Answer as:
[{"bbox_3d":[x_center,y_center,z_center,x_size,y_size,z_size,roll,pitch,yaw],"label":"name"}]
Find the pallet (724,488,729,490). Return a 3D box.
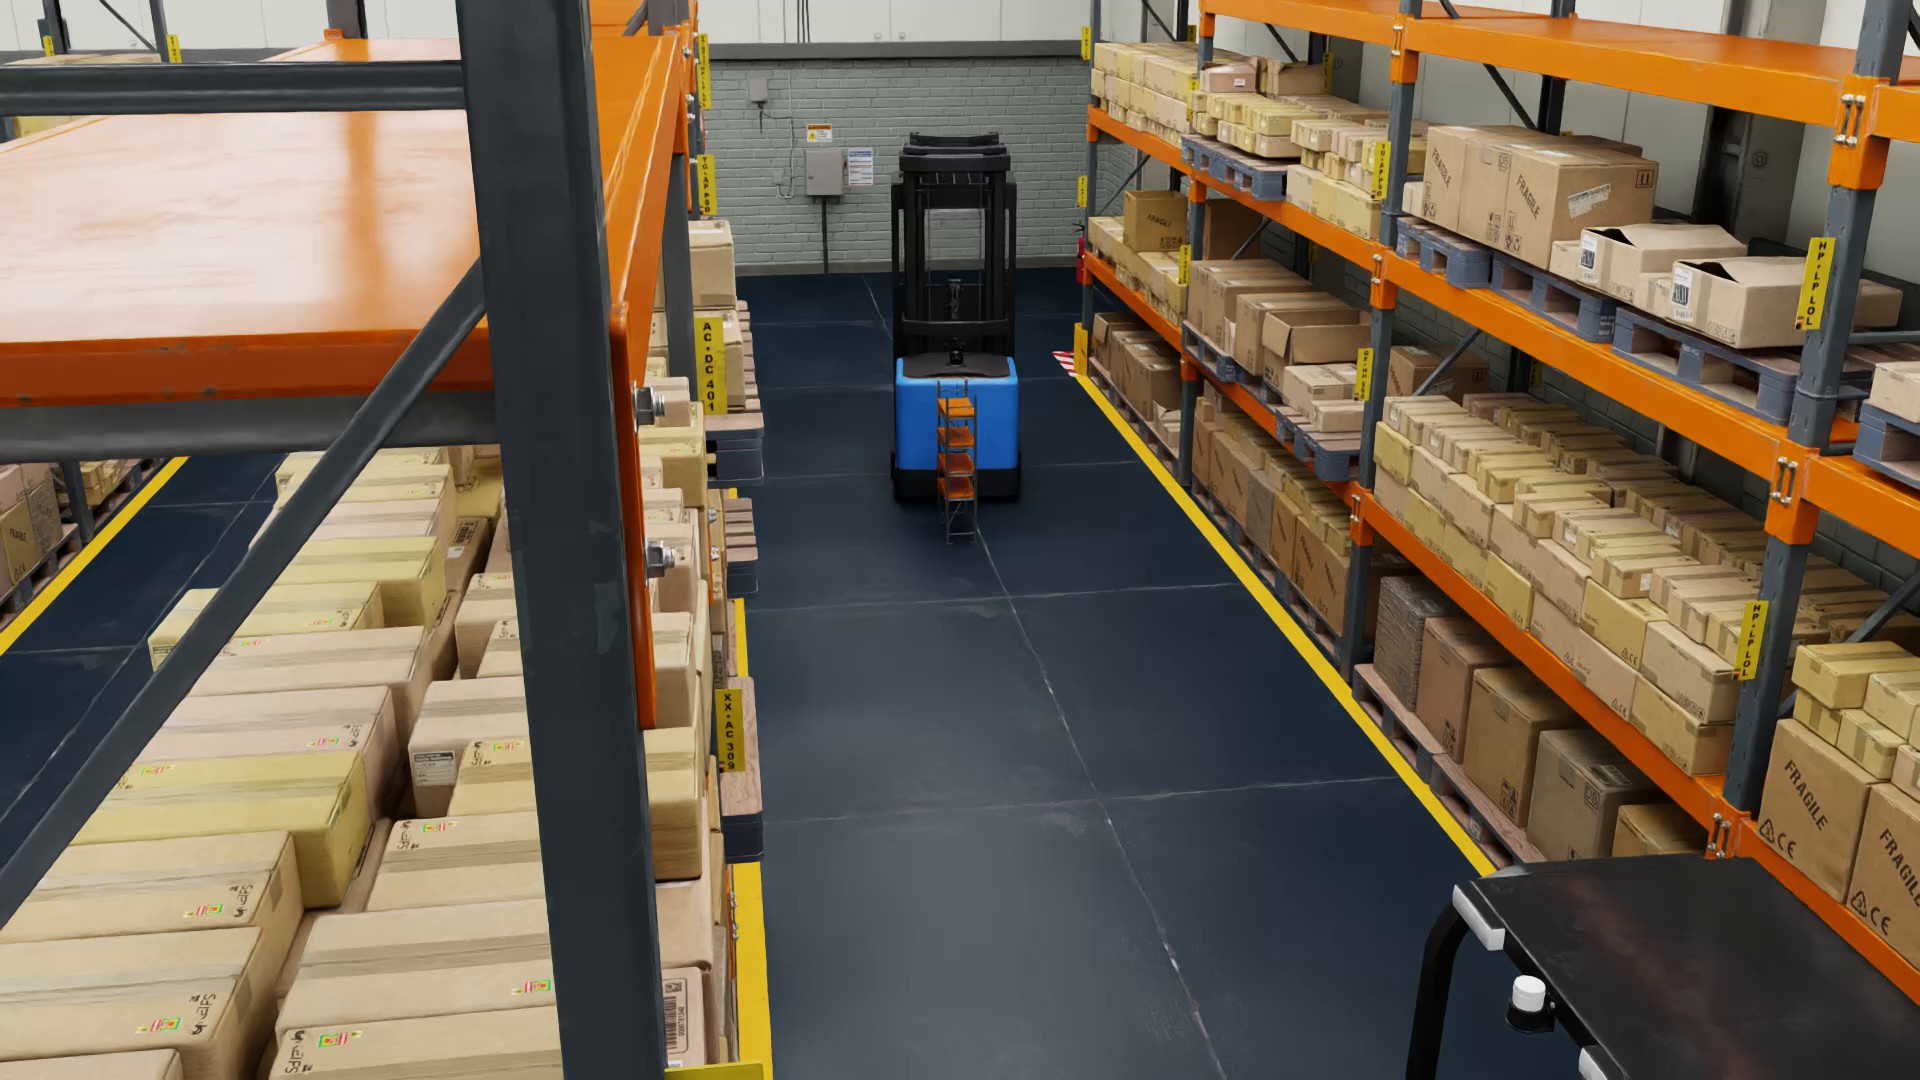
[{"bbox_3d":[-2.537,-0.620,14.574,1.003,0.211,1.213,-3,21,-8],"label":"pallet"}]

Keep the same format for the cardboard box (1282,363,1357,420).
[{"bbox_3d":[2.511,-1.001,11.223,0.500,0.250,0.500,-4,21,-10],"label":"cardboard box"}]

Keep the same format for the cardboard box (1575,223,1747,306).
[{"bbox_3d":[3.104,-1.252,7.377,0.500,0.311,0.500,-4,21,-10],"label":"cardboard box"}]

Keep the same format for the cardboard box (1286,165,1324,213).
[{"bbox_3d":[2.523,-2.373,11.210,0.500,0.250,0.500,-3,21,-8],"label":"cardboard box"}]

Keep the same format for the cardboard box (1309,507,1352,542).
[{"bbox_3d":[2.591,-0.106,11.259,0.380,0.149,0.250,-4,21,-11],"label":"cardboard box"}]

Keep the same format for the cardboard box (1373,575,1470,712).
[{"bbox_3d":[3.059,0.607,10.098,0.875,0.625,0.625,-2,21,-6],"label":"cardboard box"}]

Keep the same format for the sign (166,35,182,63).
[{"bbox_3d":[-7.413,-4.600,15.693,0.100,0.325,0.005,-3,21,-8],"label":"sign"}]

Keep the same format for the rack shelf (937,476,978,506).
[{"bbox_3d":[-0.024,-0.370,13.253,0.258,0.148,0.480,-3,21,-8],"label":"rack shelf"}]

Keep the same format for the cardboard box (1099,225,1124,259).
[{"bbox_3d":[1.702,-3.019,16.802,0.500,0.250,0.500,-3,21,-7],"label":"cardboard box"}]

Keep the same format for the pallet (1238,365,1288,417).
[{"bbox_3d":[2.698,-1.109,12.172,1.003,0.211,1.213,-3,21,-8],"label":"pallet"}]

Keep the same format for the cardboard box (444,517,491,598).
[{"bbox_3d":[-1.416,0.155,4.016,0.500,0.250,0.500,-3,21,-7],"label":"cardboard box"}]

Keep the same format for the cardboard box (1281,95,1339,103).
[{"bbox_3d":[2.669,-3.309,12.692,0.380,0.149,0.250,-3,21,-9],"label":"cardboard box"}]

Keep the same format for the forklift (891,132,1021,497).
[{"bbox_3d":[-0.060,-2.204,14.927,1.130,2.935,3.031,-1,20,-1],"label":"forklift"}]

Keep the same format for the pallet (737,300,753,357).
[{"bbox_3d":[-1.488,-0.784,7.010,1.213,0.211,1.003,-3,21,-8],"label":"pallet"}]

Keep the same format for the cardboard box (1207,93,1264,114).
[{"bbox_3d":[2.124,-3.367,12.846,0.380,0.149,0.250,-3,21,-7],"label":"cardboard box"}]

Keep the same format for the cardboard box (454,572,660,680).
[{"bbox_3d":[-0.813,0.173,3.398,0.380,0.149,0.250,-2,21,-7],"label":"cardboard box"}]

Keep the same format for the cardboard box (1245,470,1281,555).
[{"bbox_3d":[2.476,-0.221,12.492,0.500,0.500,0.500,-4,21,-10],"label":"cardboard box"}]

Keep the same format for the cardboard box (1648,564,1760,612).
[{"bbox_3d":[3.252,0.226,7.254,0.380,0.149,0.250,-3,21,-8],"label":"cardboard box"}]

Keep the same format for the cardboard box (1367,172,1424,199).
[{"bbox_3d":[2.694,-2.158,10.064,0.380,0.149,0.250,-2,21,-7],"label":"cardboard box"}]

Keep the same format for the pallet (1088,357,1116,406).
[{"bbox_3d":[1.957,-1.687,17.431,1.003,0.211,1.213,-3,21,-8],"label":"pallet"}]

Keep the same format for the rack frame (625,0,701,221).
[{"bbox_3d":[-1.928,-3.084,8.613,1.000,3.000,0.127,-3,21,-8],"label":"rack frame"}]

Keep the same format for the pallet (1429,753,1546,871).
[{"bbox_3d":[3.236,1.489,8.927,1.003,0.211,1.213,-3,21,-8],"label":"pallet"}]

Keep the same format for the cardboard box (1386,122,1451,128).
[{"bbox_3d":[3.047,-2.680,11.038,0.380,0.149,0.250,-3,21,-8],"label":"cardboard box"}]

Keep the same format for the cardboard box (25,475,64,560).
[{"bbox_3d":[-7.033,-0.156,12.320,0.500,0.500,0.500,-3,21,-9],"label":"cardboard box"}]

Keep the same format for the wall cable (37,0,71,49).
[{"bbox_3d":[-10.292,-8.993,19.835,2.277,5.999,0.120,-3,21,-8],"label":"wall cable"}]

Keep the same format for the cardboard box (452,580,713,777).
[{"bbox_3d":[-0.800,0.303,3.619,0.500,0.250,0.500,-2,21,-7],"label":"cardboard box"}]

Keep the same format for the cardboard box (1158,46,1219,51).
[{"bbox_3d":[2.244,-4.684,16.257,0.500,0.250,0.500,-4,21,-9],"label":"cardboard box"}]

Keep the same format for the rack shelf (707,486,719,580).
[{"bbox_3d":[-1.640,-0.650,7.409,1.077,0.370,4.000,-3,21,-8],"label":"rack shelf"}]

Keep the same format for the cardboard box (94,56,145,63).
[{"bbox_3d":[-7.667,-4.325,15.153,0.380,0.149,0.250,-3,21,-7],"label":"cardboard box"}]

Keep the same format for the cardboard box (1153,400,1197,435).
[{"bbox_3d":[1.984,-1.128,15.257,0.396,0.266,0.258,-2,21,-6],"label":"cardboard box"}]

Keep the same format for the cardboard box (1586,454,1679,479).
[{"bbox_3d":[3.539,-0.338,8.764,0.380,0.149,0.250,-3,21,-9],"label":"cardboard box"}]

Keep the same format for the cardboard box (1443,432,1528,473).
[{"bbox_3d":[2.890,-0.481,9.147,0.380,0.149,0.250,-3,21,-7],"label":"cardboard box"}]

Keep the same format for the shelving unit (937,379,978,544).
[{"bbox_3d":[-0.024,-0.619,13.160,0.258,1.200,0.503,-3,21,-8],"label":"shelving unit"}]

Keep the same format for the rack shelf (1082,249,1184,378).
[{"bbox_3d":[2.118,-2.266,16.024,1.077,0.370,4.000,-3,21,-8],"label":"rack shelf"}]

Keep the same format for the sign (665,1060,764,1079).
[{"bbox_3d":[-0.238,0.654,1.642,0.100,0.325,0.005,-3,21,-8],"label":"sign"}]

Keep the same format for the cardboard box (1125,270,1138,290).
[{"bbox_3d":[1.800,-2.511,16.012,0.380,0.149,0.250,-2,21,-7],"label":"cardboard box"}]

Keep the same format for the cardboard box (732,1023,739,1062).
[{"bbox_3d":[-1.001,2.042,5.718,0.500,0.500,0.500,-3,21,-9],"label":"cardboard box"}]

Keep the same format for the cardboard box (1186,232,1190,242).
[{"bbox_3d":[2.299,-2.868,16.398,0.500,0.250,0.500,-2,21,-6],"label":"cardboard box"}]

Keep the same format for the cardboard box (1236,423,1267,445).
[{"bbox_3d":[2.413,-0.828,13.191,0.380,0.149,0.250,-3,21,-9],"label":"cardboard box"}]

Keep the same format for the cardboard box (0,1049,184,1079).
[{"bbox_3d":[-1.116,0.733,1.899,0.380,0.149,0.250,-3,21,-7],"label":"cardboard box"}]

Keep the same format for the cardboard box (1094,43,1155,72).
[{"bbox_3d":[1.645,-4.837,16.669,0.500,0.250,0.500,-3,21,-8],"label":"cardboard box"}]

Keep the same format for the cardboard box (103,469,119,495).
[{"bbox_3d":[-7.161,-0.470,13.661,0.380,0.149,0.250,-2,21,-6],"label":"cardboard box"}]

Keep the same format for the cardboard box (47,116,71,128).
[{"bbox_3d":[-7.288,-3.295,12.963,0.500,0.250,0.500,-3,21,-8],"label":"cardboard box"}]

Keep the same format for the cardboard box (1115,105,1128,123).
[{"bbox_3d":[1.709,-4.100,15.978,0.380,0.149,0.250,-3,21,-8],"label":"cardboard box"}]

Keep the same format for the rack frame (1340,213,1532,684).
[{"bbox_3d":[2.983,-0.525,10.336,1.000,3.000,0.127,-3,21,-8],"label":"rack frame"}]

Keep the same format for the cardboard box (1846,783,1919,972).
[{"bbox_3d":[3.457,1.159,5.683,0.500,0.500,0.500,-3,21,-7],"label":"cardboard box"}]

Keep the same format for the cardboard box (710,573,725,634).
[{"bbox_3d":[-1.069,0.244,6.181,0.380,0.149,0.250,-3,21,-8],"label":"cardboard box"}]

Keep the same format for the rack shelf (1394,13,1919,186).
[{"bbox_3d":[3.271,-2.119,7.628,1.077,0.370,4.000,-3,21,-8],"label":"rack shelf"}]

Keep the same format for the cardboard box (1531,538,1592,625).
[{"bbox_3d":[3.087,0.183,7.938,0.500,0.250,0.500,-3,21,-7],"label":"cardboard box"}]

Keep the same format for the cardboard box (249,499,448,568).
[{"bbox_3d":[-1.387,0.024,3.798,0.380,0.149,0.250,-3,21,-9],"label":"cardboard box"}]

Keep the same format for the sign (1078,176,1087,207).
[{"bbox_3d":[1.293,-3.673,17.527,0.100,0.325,0.005,-3,21,-8],"label":"sign"}]

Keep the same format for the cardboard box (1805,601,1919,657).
[{"bbox_3d":[3.721,0.376,6.852,0.380,0.149,0.250,-3,21,-9],"label":"cardboard box"}]

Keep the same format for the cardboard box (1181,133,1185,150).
[{"bbox_3d":[2.062,-3.307,13.856,0.380,0.149,0.250,-3,21,-8],"label":"cardboard box"}]

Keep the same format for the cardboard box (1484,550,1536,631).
[{"bbox_3d":[3.027,0.243,8.493,0.500,0.250,0.500,-2,21,-6],"label":"cardboard box"}]
